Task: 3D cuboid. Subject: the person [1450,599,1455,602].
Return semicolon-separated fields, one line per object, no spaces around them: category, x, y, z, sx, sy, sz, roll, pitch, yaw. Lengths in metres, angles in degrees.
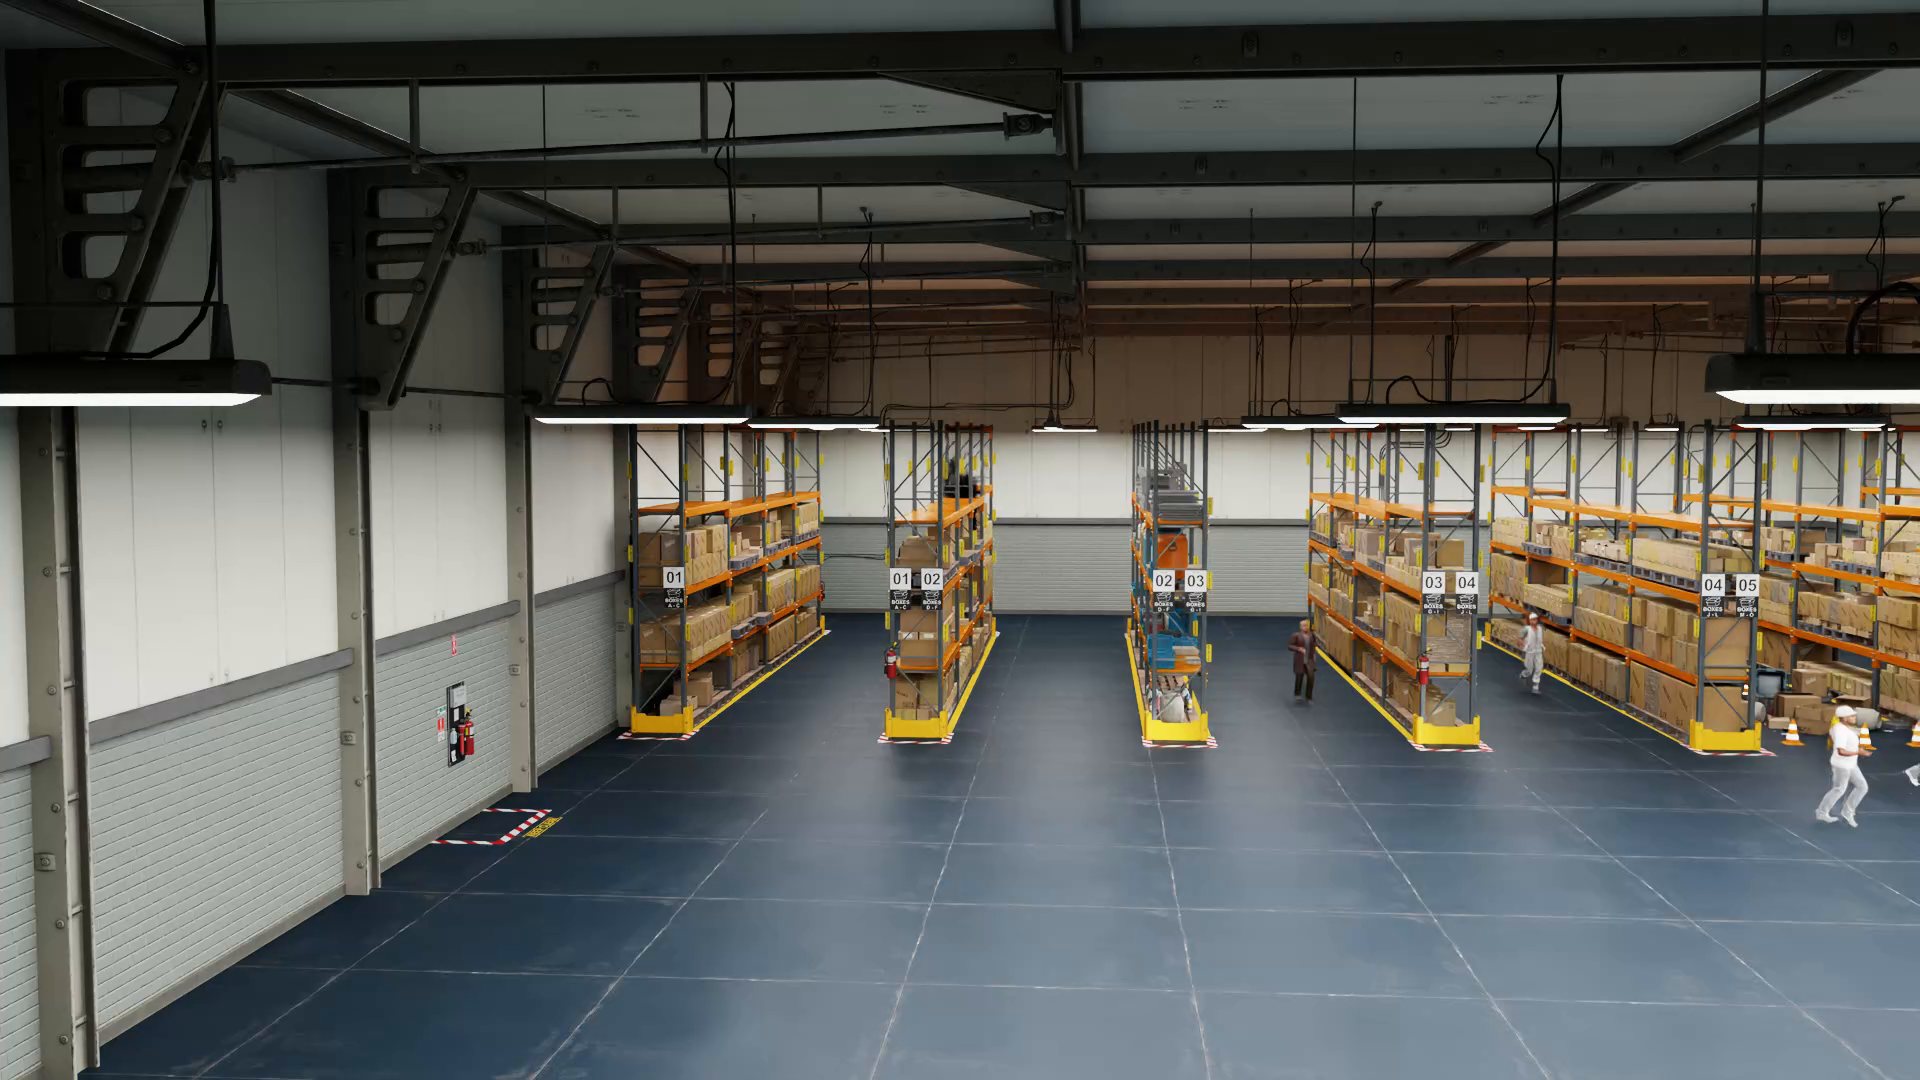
person;13.420;1.995;46.178;0.679;1.627;0.848;1;4;17

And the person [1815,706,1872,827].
person;12.909;3.315;24.249;0.738;1.806;0.671;3;5;39

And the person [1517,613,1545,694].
person;12.664;2.502;36.781;0.667;1.763;0.860;0;4;-7

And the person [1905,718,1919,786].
person;15.460;3.231;26.431;0.579;1.667;0.850;-2;4;-34

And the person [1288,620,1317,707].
person;7.268;2.617;35.275;0.684;1.844;0.848;0;4;-5
